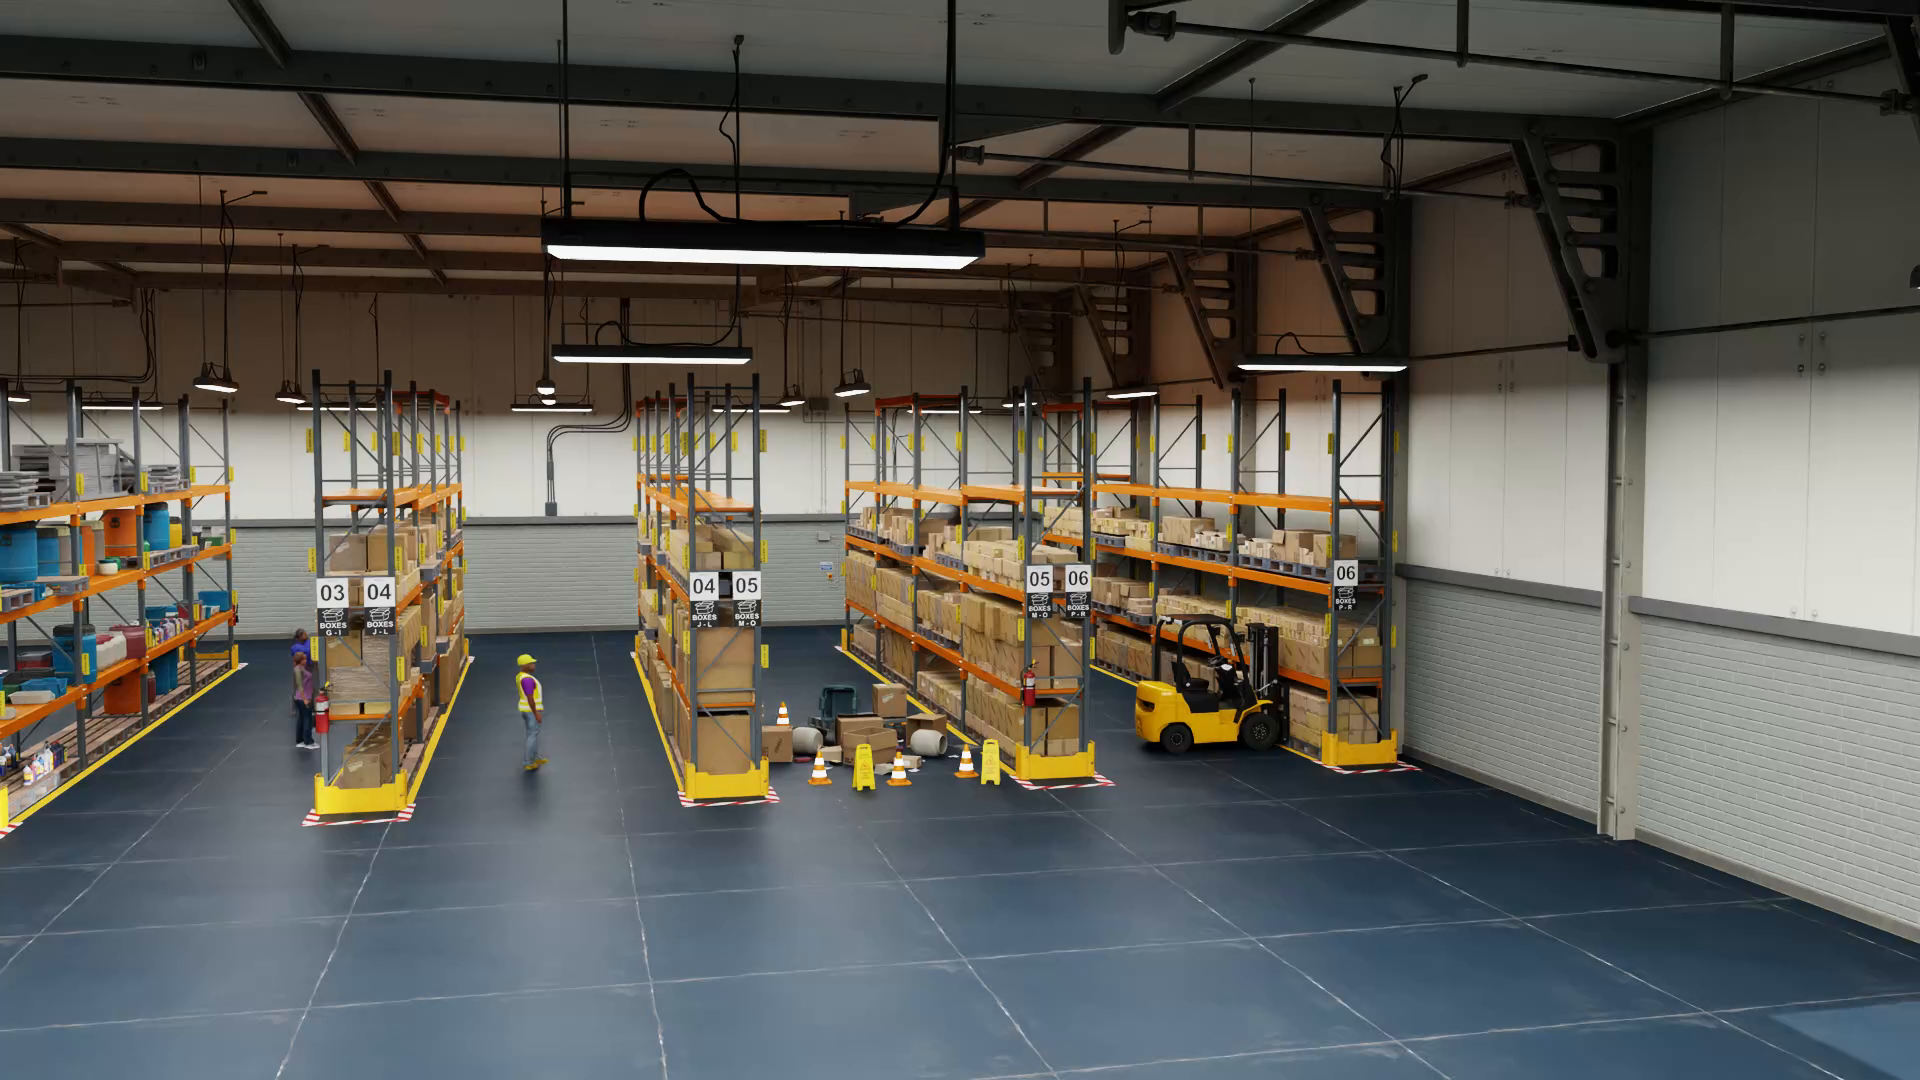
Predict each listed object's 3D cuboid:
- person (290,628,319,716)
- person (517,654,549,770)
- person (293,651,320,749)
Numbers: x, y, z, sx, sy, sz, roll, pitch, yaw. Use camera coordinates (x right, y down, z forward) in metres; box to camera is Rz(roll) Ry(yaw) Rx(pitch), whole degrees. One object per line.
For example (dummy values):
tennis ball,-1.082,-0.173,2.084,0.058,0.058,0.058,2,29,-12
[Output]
person,-12.010,2.442,30.585,0.582,1.666,0.623,-3,4,-41
person,-6.578,2.638,25.742,0.608,1.757,0.587,-3,5,-43
person,-10.716,2.622,27.272,0.396,1.592,0.476,-2,4,-27
